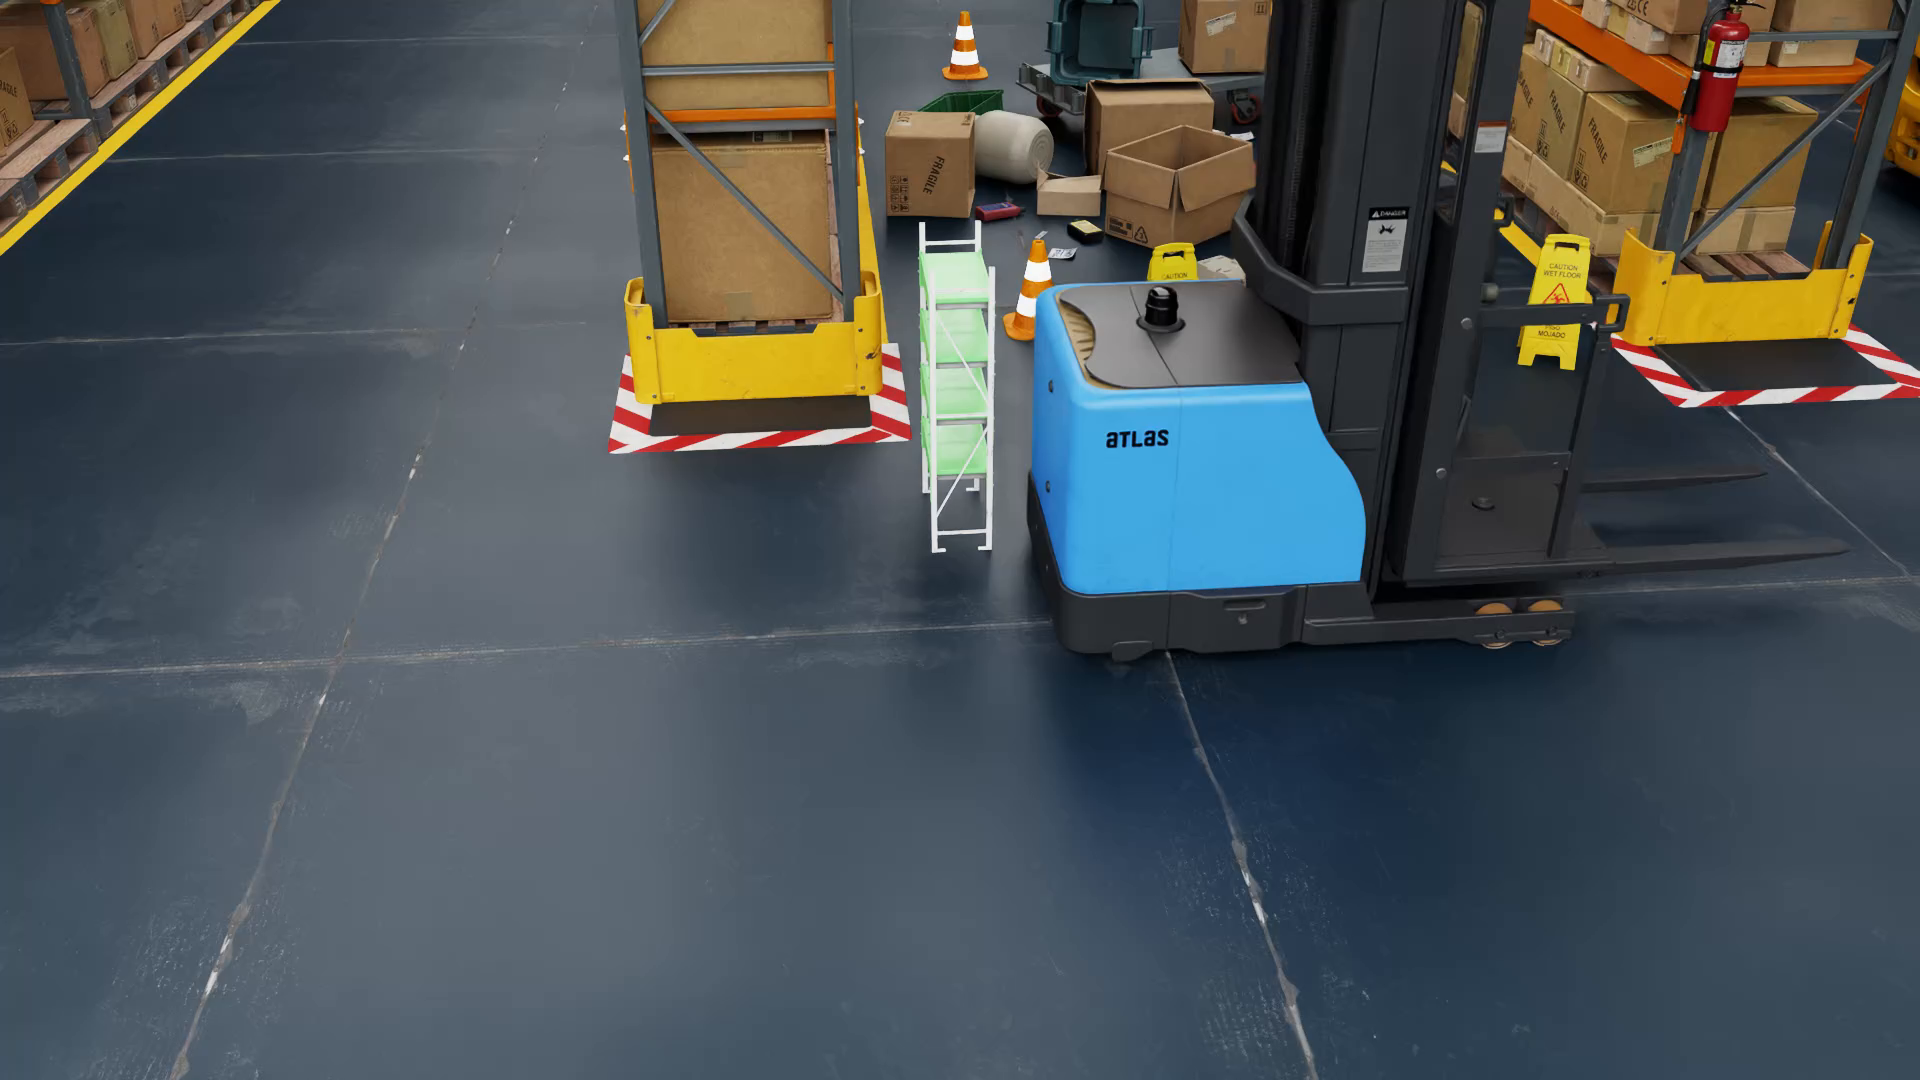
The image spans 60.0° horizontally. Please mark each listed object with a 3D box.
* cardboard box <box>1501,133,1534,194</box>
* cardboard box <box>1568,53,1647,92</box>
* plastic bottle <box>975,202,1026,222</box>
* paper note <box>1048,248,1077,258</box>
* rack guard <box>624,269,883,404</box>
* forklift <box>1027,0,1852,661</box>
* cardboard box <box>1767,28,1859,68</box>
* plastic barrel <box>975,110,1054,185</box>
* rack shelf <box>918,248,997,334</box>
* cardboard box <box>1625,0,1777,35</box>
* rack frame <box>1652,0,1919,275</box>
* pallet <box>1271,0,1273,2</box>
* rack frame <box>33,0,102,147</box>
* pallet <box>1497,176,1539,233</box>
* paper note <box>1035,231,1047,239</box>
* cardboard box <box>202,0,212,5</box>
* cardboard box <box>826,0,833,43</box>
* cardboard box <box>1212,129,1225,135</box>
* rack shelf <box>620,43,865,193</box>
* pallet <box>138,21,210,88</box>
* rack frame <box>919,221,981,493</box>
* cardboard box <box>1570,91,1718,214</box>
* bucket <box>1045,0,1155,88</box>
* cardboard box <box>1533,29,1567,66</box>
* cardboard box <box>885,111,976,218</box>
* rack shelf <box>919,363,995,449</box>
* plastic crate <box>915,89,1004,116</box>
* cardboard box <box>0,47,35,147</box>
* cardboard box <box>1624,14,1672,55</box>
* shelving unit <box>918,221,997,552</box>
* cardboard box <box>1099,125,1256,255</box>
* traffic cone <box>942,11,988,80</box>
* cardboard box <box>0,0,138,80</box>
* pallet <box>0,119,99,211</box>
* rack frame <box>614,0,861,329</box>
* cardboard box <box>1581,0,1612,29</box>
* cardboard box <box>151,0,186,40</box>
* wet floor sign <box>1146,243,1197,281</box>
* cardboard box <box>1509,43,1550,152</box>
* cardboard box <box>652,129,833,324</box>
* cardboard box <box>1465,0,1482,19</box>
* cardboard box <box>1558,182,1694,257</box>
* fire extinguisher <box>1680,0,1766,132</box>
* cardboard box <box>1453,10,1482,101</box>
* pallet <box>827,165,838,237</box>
[{"bbox_3d":[3.515,-2.271,9.899,0.500,0.250,0.500,-4,31,-6],"label":"cardboard box"},{"bbox_3d":[3.518,-2.521,8.953,0.380,0.149,0.250,-2,31,-3],"label":"cardboard box"},{"bbox_3d":[0.246,-1.981,10.006,0.283,0.061,0.133,-14,33,-22],"label":"plastic bottle"},{"bbox_3d":[0.582,-1.636,9.461,0.144,0.017,0.142,8,32,13],"label":"paper note"},{"bbox_3d":[-0.963,-0.966,7.879,1.175,0.500,0.348,-3,31,-5],"label":"rack guard"},{"bbox_3d":[1.820,-1.128,5.780,3.031,2.935,1.130,-3,31,-5],"label":"forklift"},{"bbox_3d":[4.128,-2.415,8.113,0.380,0.149,0.250,-3,31,-4],"label":"cardboard box"},{"bbox_3d":[0.294,-2.481,10.492,0.512,0.421,0.421,20,36,29],"label":"plastic barrel"},{"bbox_3d":[-0.015,-0.957,6.370,0.258,0.148,0.480,-3,31,-5],"label":"rack shelf"},{"bbox_3d":[3.628,-2.774,8.082,0.500,0.500,0.500,-3,31,-5],"label":"cardboard box"},{"bbox_3d":[3.953,-2.340,7.742,1.000,3.000,0.127,-3,31,-5],"label":"rack frame"},{"bbox_3d":[3.277,-4.828,14.627,1.003,0.211,1.213,-3,31,-5],"label":"pallet"},{"bbox_3d":[-6.287,-3.907,10.366,1.000,3.000,0.127,-3,31,-5],"label":"rack frame"},{"bbox_3d":[3.795,-2.219,10.260,1.003,0.211,1.213,-3,31,-5],"label":"pallet"},{"bbox_3d":[0.475,-1.785,9.729,0.032,0.001,0.123,13,33,21],"label":"paper note"},{"bbox_3d":[-6.578,-4.724,13.742,0.700,0.500,0.500,-4,31,-7],"label":"cardboard box"},{"bbox_3d":[-1.046,-2.874,8.491,0.875,0.550,0.550,-3,31,-5],"label":"cardboard box"},{"bbox_3d":[1.519,-2.689,10.994,0.396,0.266,0.258,27,40,37],"label":"cardboard box"},{"bbox_3d":[-1.152,-2.763,9.153,1.077,0.370,4.000,-3,31,-5],"label":"rack shelf"},{"bbox_3d":[-6.478,-3.732,12.792,1.003,0.211,1.213,-3,31,-5],"label":"pallet"},{"bbox_3d":[-0.038,-0.724,6.792,0.240,1.200,0.015,-3,31,-5],"label":"rack frame"},{"bbox_3d":[3.619,-2.058,8.811,0.500,0.500,0.500,-3,31,-4],"label":"cardboard box"},{"bbox_3d":[0.969,-3.381,11.196,0.726,0.611,0.620,8,22,13],"label":"bucket"},{"bbox_3d":[3.474,-2.784,9.394,0.380,0.149,0.250,-1,31,-2],"label":"cardboard box"},{"bbox_3d":[-0.173,-2.278,10.073,0.500,0.500,0.500,2,31,4],"label":"cardboard box"},{"bbox_3d":[-0.015,-0.545,6.617,0.258,0.148,0.480,-3,31,-5],"label":"rack shelf"},{"bbox_3d":[-0.019,-2.885,11.340,0.450,0.188,0.662,4,30,26],"label":"plastic crate"},{"bbox_3d":[-6.289,-2.808,10.554,0.500,0.500,0.500,-4,31,-6],"label":"cardboard box"},{"bbox_3d":[3.571,-2.537,8.317,0.380,0.149,0.250,-3,31,-5],"label":"cardboard box"},{"bbox_3d":[-0.015,-0.600,6.584,0.258,1.200,0.503,-3,31,-5],"label":"shelving unit"},{"bbox_3d":[1.269,-2.043,9.680,0.637,0.503,0.797,27,40,37],"label":"cardboard box"},{"bbox_3d":[0.039,-3.761,12.596,0.336,0.463,0.334,-3,31,-5],"label":"traffic cone"},{"bbox_3d":[-6.349,-3.582,11.830,0.700,0.500,0.500,-3,31,-5],"label":"cardboard box"},{"bbox_3d":[-6.189,-2.369,10.510,1.003,0.211,1.213,-3,31,-5],"label":"pallet"},{"bbox_3d":[-0.966,-2.051,7.259,1.000,3.000,0.127,-3,31,-5],"label":"rack frame"},{"bbox_3d":[3.515,-2.799,8.755,0.380,0.149,0.250,-2,31,-4],"label":"cardboard box"},{"bbox_3d":[-6.454,-4.152,12.785,0.700,0.500,0.500,0,31,0],"label":"cardboard box"},{"bbox_3d":[1.008,-1.120,7.996,0.267,0.644,0.232,-8,32,-13],"label":"wet floor sign"},{"bbox_3d":[3.527,-2.582,9.689,0.500,0.500,0.500,-3,31,-6],"label":"cardboard box"},{"bbox_3d":[-1.095,-1.662,8.270,0.875,0.875,0.875,-3,31,-4],"label":"cardboard box"},{"bbox_3d":[3.368,-3.339,10.323,0.380,0.149,0.250,-2,31,-3],"label":"cardboard box"},{"bbox_3d":[3.608,-1.752,9.029,0.500,0.250,0.500,-3,31,-5],"label":"cardboard box"},{"bbox_3d":[3.505,-2.226,7.627,0.296,0.674,0.183,-3,31,-5],"label":"fire extinguisher"},{"bbox_3d":[3.428,-3.117,10.584,0.500,0.500,0.500,-2,31,-3],"label":"cardboard box"},{"bbox_3d":[-1.229,-1.880,9.691,1.003,0.211,1.213,-3,31,-5],"label":"pallet"}]
